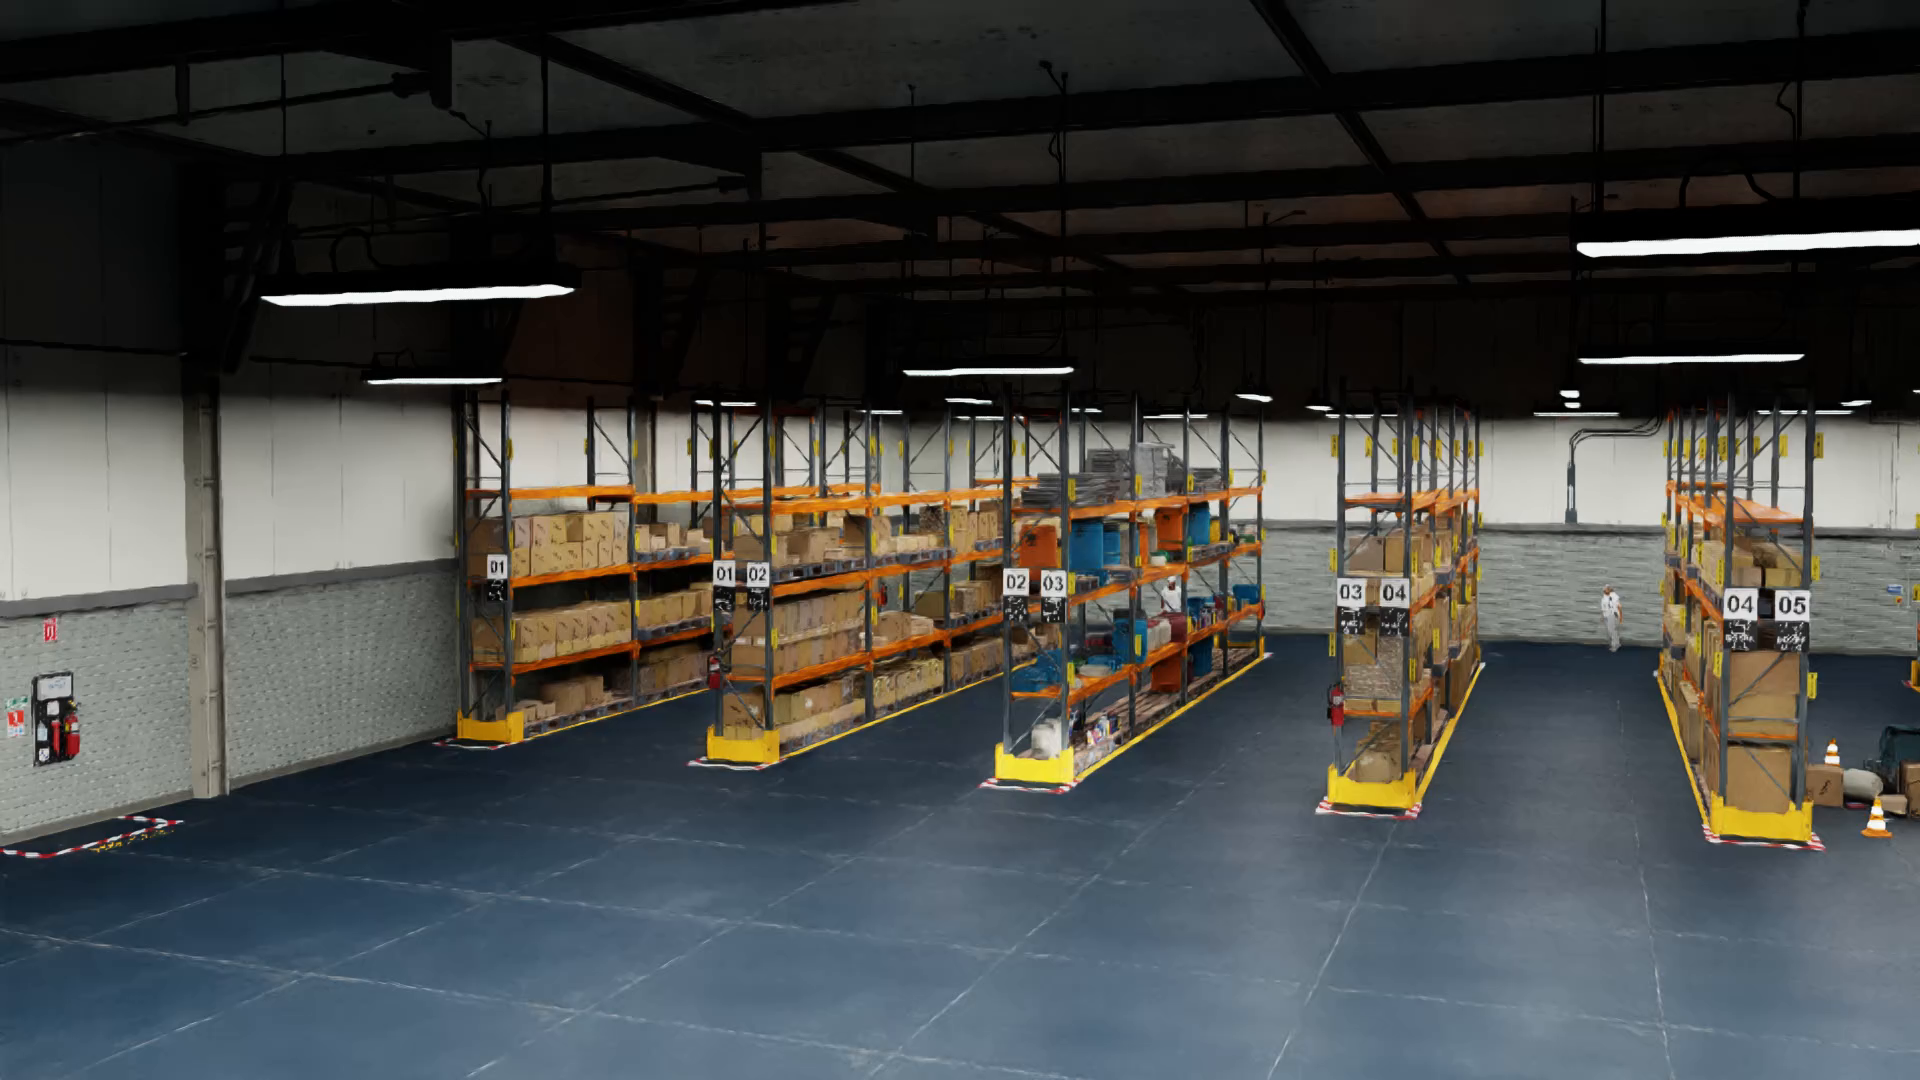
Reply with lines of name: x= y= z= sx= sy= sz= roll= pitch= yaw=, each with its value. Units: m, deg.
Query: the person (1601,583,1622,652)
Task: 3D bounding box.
person: x=16.166 y=1.920 z=41.187 sx=0.498 sy=1.688 sz=0.606 roll=-1 pitch=3 yaw=-14

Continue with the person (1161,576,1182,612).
person: x=5.499 y=1.769 z=43.185 sx=0.577 sy=1.691 sz=1.121 roll=1 pitch=3 yaw=23
